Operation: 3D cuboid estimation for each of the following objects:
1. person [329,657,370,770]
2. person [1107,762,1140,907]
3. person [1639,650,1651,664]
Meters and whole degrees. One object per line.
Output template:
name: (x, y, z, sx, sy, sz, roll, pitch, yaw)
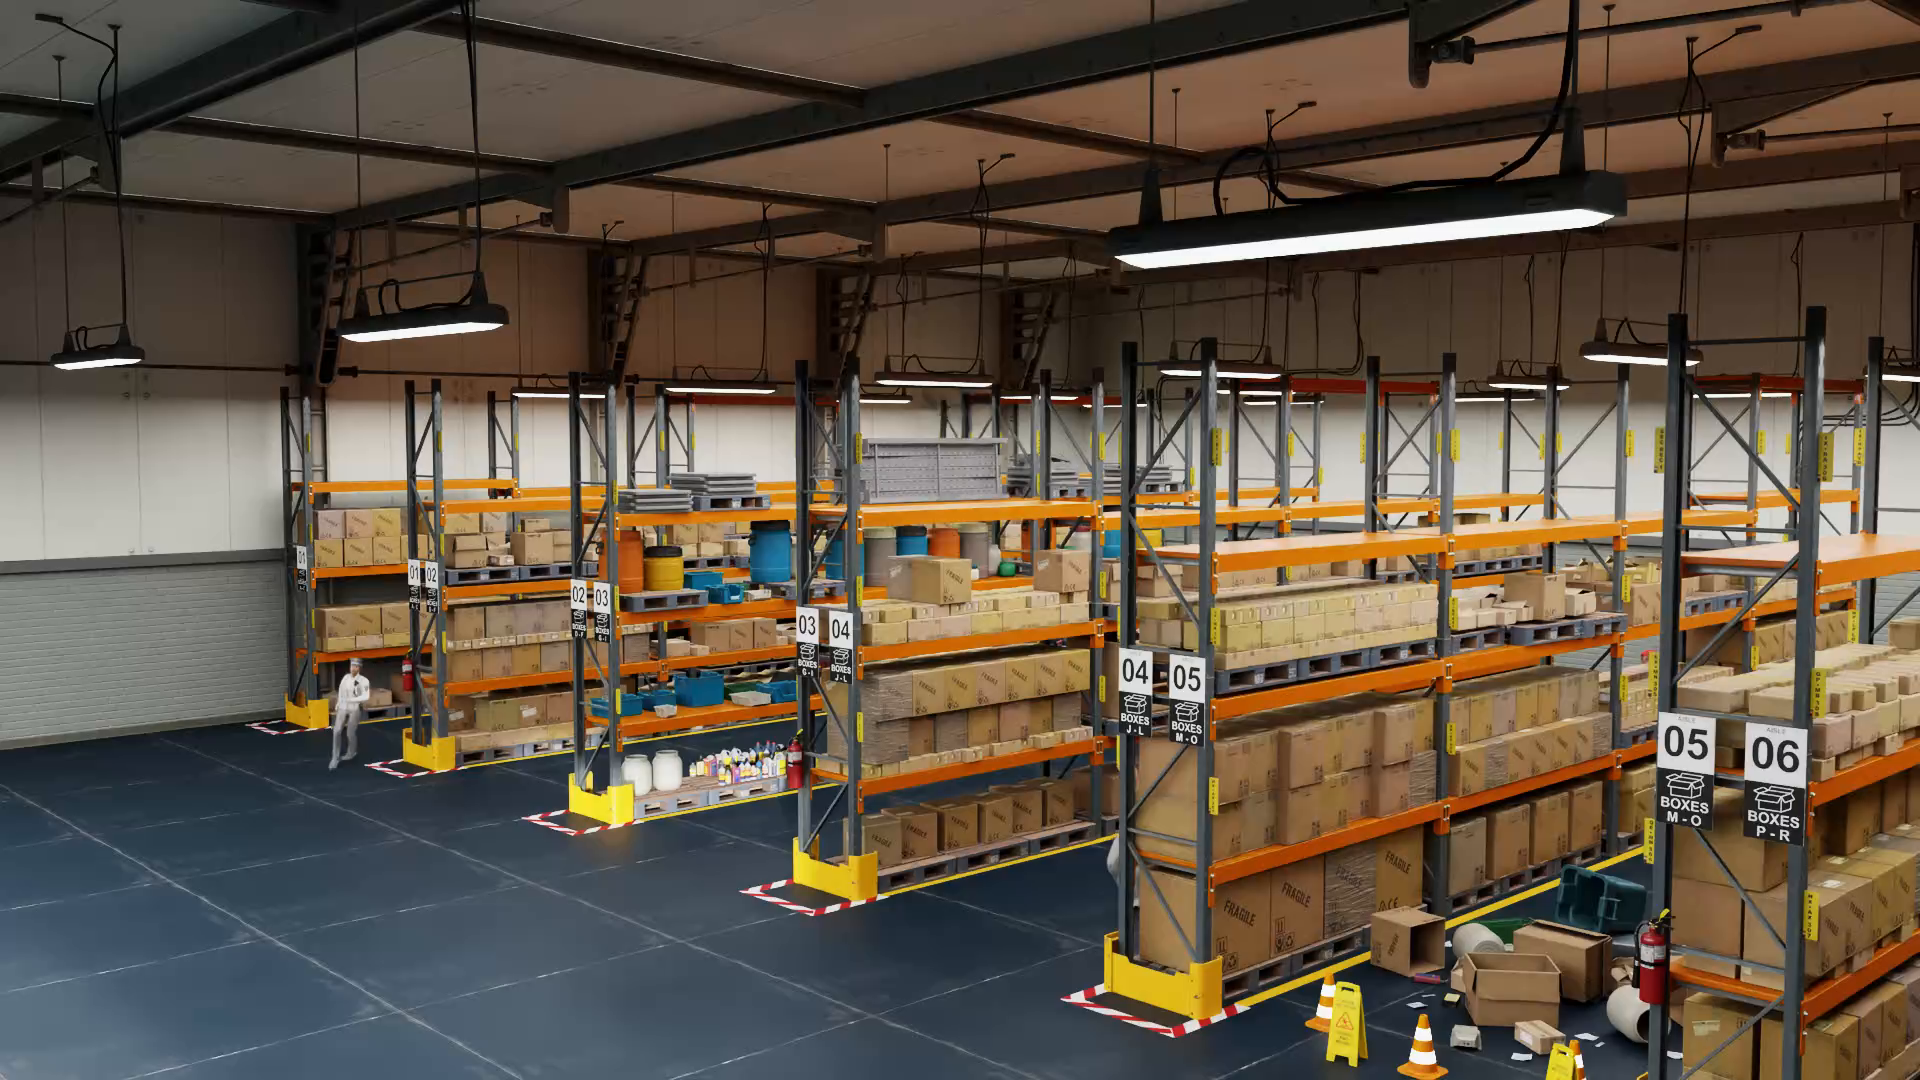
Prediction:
person: (-9.470, 2.668, 25.868, 0.603, 1.688, 0.780, 0, 4, 2)
person: (1.875, 3.196, 17.935, 0.559, 1.605, 0.665, 2, 4, 34)
person: (10.789, 2.610, 26.118, 0.908, 1.769, 0.669, -3, 5, -42)
